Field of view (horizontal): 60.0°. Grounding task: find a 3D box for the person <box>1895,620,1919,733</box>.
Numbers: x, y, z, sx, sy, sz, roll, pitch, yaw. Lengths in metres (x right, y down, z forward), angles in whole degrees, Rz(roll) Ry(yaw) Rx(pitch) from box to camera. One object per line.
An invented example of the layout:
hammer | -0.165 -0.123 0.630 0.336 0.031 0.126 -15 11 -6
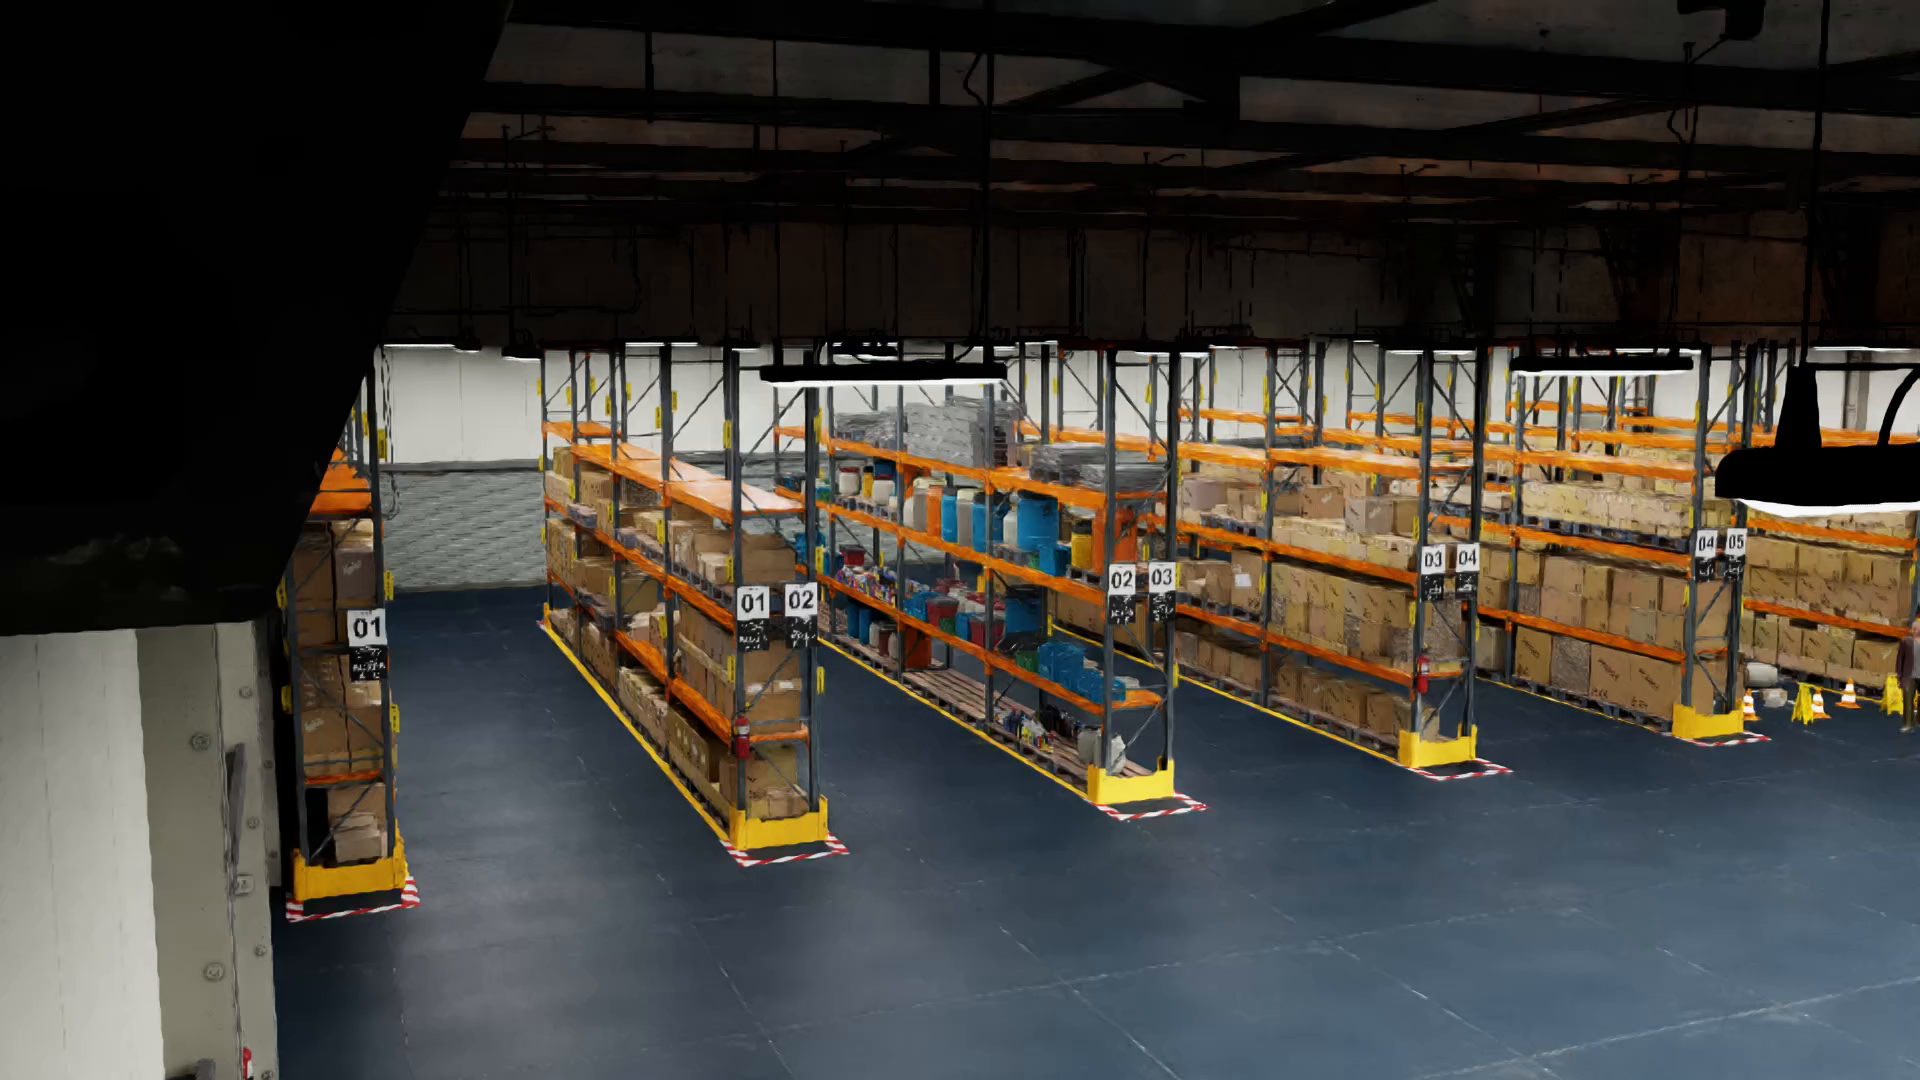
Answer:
person | 14.873 2.107 25.828 0.617 1.771 0.677 5 9 34

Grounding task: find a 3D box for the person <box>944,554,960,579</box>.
person | -0.171 1.054 34.394 0.347 1.600 0.532 -7 10 -41

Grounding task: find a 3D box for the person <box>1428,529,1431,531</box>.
person | 10.319 0.630 36.955 0.583 1.786 0.658 0 7 -1
